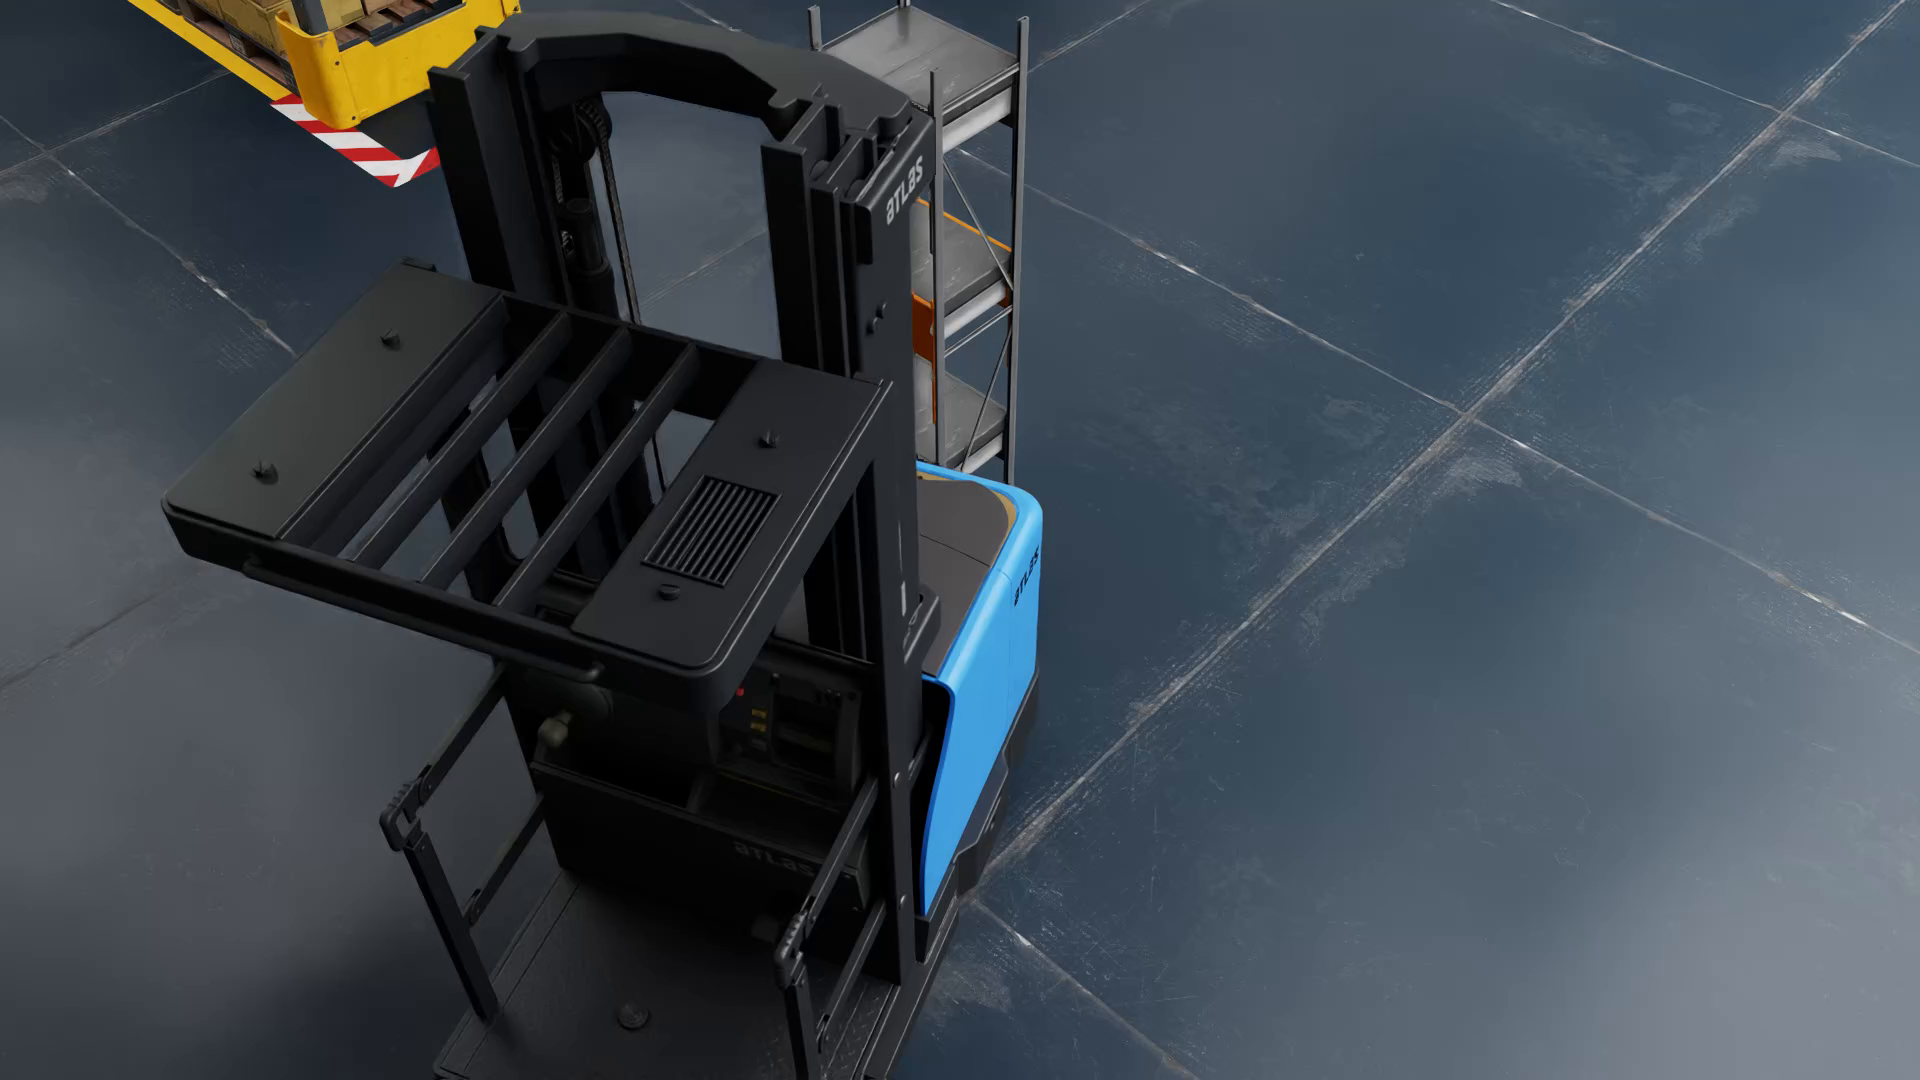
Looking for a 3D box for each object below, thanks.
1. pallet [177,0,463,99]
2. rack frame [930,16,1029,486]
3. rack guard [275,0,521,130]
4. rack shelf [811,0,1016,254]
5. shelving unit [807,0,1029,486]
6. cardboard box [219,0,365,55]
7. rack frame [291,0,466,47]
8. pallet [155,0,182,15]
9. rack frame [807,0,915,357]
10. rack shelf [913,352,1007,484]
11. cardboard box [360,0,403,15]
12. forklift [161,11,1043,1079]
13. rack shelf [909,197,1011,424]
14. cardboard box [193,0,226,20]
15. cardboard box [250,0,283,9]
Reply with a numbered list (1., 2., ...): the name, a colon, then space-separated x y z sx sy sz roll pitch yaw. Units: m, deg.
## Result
1. pallet: -3.370 -2.823 8.756 1.213 0.211 1.003 34 55 28
2. rack frame: 0.058 -0.680 5.448 0.015 2.100 0.400 34 55 28
3. rack guard: -2.762 -2.554 8.305 0.348 0.500 1.175 34 55 28
4. rack shelf: -0.122 -1.270 5.061 0.480 0.518 0.431 34 55 28
5. shelving unit: -0.122 -0.801 5.561 0.503 2.100 0.431 34 55 28
6. cardboard box: -3.374 -2.731 8.355 0.500 0.250 0.500 34 55 28
7. rack frame: -2.779 -3.422 7.405 0.127 3.000 1.000 34 55 28
8. pallet: -4.262 -3.426 9.322 1.213 0.211 1.003 34 55 28
9. rack frame: -0.301 -0.921 5.675 0.015 2.100 0.400 34 55 28
10. rack shelf: -0.122 -0.312 6.082 0.480 0.518 0.431 34 55 28
11. cardboard box: -3.023 -3.009 8.615 0.500 0.250 0.500 34 55 28
12. forklift: -0.739 0.473 3.795 1.130 2.935 3.031 16 49 14
13. rack shelf: -0.122 -0.791 5.571 0.480 0.518 0.431 34 55 28
14. cardboard box: -3.750 -2.972 8.581 0.500 0.250 0.500 34 55 28
15. cardboard box: -3.375 -2.987 8.080 0.500 0.500 0.500 34 55 28
